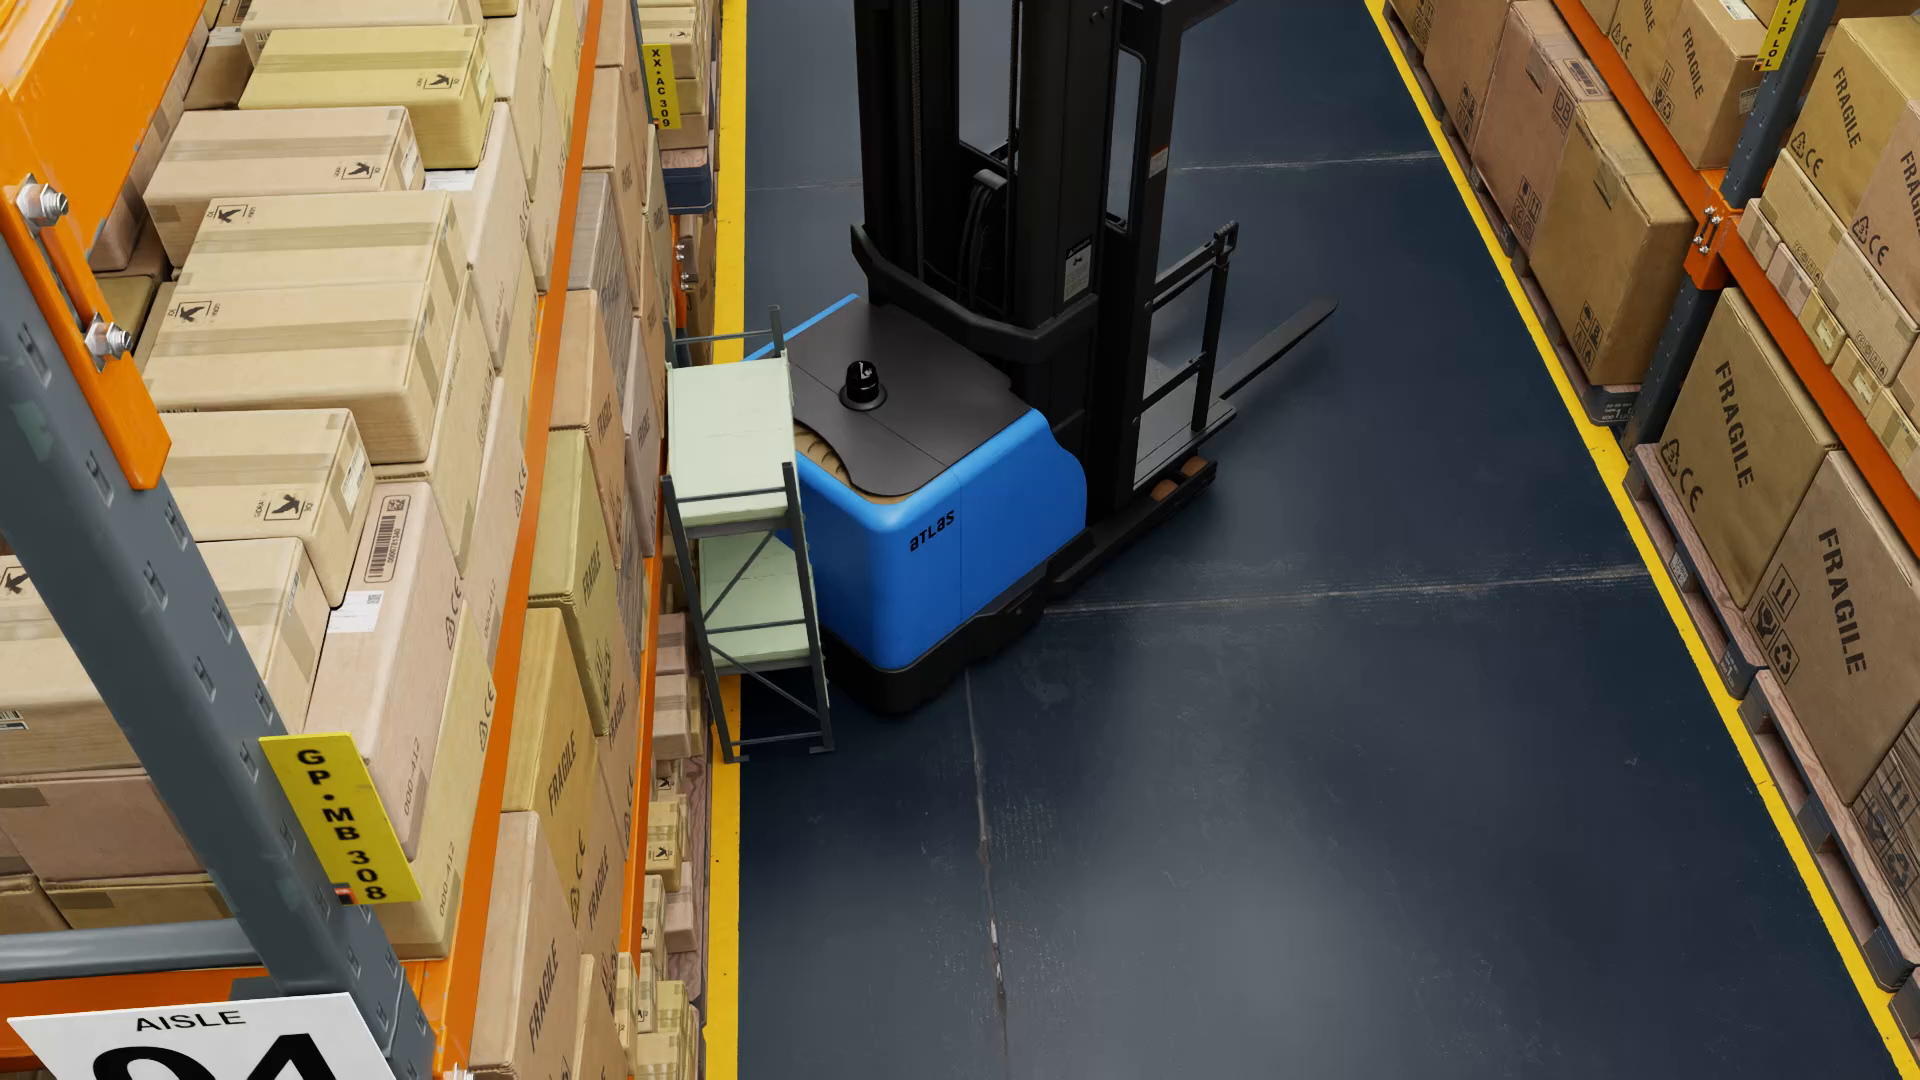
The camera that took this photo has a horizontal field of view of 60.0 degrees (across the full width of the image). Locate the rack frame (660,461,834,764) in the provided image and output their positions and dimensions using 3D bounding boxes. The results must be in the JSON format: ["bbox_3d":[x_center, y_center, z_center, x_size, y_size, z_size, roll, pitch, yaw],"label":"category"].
[{"bbox_3d":[-0.683,0.292,5.559,0.400,1.500,0.023,-6,48,-4],"label":"rack frame"}]

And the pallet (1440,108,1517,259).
[{"bbox_3d":[3.143,-1.920,8.560,1.003,0.211,1.213,-3,47,-3],"label":"pallet"}]

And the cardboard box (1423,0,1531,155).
[{"bbox_3d":[3.157,-2.603,8.460,1.225,0.875,0.875,-3,47,-3],"label":"cardboard box"}]

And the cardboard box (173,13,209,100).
[{"bbox_3d":[-1.656,-0.944,3.133,0.380,0.149,0.250,-5,47,-4],"label":"cardboard box"}]

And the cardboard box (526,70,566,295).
[{"bbox_3d":[-1.139,-0.766,3.583,0.500,0.250,0.500,-4,47,-3],"label":"cardboard box"}]

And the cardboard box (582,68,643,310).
[{"bbox_3d":[-1.206,-0.995,4.801,0.500,0.500,0.500,-5,47,-5],"label":"cardboard box"}]

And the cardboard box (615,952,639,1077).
[{"bbox_3d":[-0.961,1.134,3.919,0.380,0.149,0.250,-5,47,-4],"label":"cardboard box"}]

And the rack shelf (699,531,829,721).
[{"bbox_3d":[-0.722,0.239,6.045,0.431,0.370,0.720,-6,48,-4],"label":"rack shelf"}]

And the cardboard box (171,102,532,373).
[{"bbox_3d":[-1.081,-0.547,3.032,0.500,0.250,0.500,-3,47,-3],"label":"cardboard box"}]

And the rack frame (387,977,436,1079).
[{"bbox_3d":[-1.228,1.682,3.228,1.000,3.000,0.127,-3,47,-3],"label":"rack frame"}]

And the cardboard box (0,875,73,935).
[{"bbox_3d":[-1.530,0.389,2.490,0.500,0.250,0.500,-4,47,-4],"label":"cardboard box"}]

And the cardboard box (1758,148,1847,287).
[{"bbox_3d":[3.166,-1.136,5.794,0.500,0.250,0.500,-4,47,-4],"label":"cardboard box"}]

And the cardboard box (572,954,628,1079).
[{"bbox_3d":[-0.991,1.203,3.407,0.500,0.500,0.500,-1,47,-1],"label":"cardboard box"}]

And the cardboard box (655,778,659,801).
[{"bbox_3d":[-1.199,0.879,5.457,0.380,0.149,0.250,-1,47,-1],"label":"cardboard box"}]

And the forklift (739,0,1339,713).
[{"bbox_3d":[0.440,-1.334,6.131,1.130,2.935,3.031,35,56,29],"label":"forklift"}]

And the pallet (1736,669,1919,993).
[{"bbox_3d":[3.479,0.958,5.834,1.003,0.211,1.213,-3,47,-3],"label":"pallet"}]

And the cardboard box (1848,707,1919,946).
[{"bbox_3d":[3.513,0.923,5.121,0.875,0.875,0.875,-3,47,-3],"label":"cardboard box"}]

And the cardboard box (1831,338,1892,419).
[{"bbox_3d":[3.150,-0.549,5.514,0.380,0.149,0.250,-5,47,-4],"label":"cardboard box"}]

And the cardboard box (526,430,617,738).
[{"bbox_3d":[-1.071,0.118,3.747,0.500,0.500,0.500,-4,47,-4],"label":"cardboard box"}]

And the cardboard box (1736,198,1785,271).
[{"bbox_3d":[3.081,-1.120,6.054,0.380,0.149,0.250,-3,47,-3],"label":"cardboard box"}]

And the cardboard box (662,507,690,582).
[{"bbox_3d":[-1.185,0.023,6.064,0.380,0.149,0.250,-4,47,-4],"label":"cardboard box"}]

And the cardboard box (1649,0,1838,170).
[{"bbox_3d":[3.077,-1.797,6.453,0.500,0.500,0.500,-3,47,-3],"label":"cardboard box"}]

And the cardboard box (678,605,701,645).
[{"bbox_3d":[-1.166,0.267,6.242,0.380,0.149,0.250,-5,47,-5],"label":"cardboard box"}]

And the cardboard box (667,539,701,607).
[{"bbox_3d":[-1.145,0.118,6.178,0.380,0.149,0.250,-5,47,-5],"label":"cardboard box"}]

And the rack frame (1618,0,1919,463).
[{"bbox_3d":[3.388,-1.441,6.185,1.000,3.000,0.127,-3,47,-3],"label":"rack frame"}]

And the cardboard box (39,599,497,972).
[{"bbox_3d":[-1.011,0.362,2.516,0.500,0.250,0.500,-2,47,-2],"label":"cardboard box"}]

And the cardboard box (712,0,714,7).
[{"bbox_3d":[-1.226,-2.330,6.911,0.380,0.149,0.250,-5,47,-5],"label":"cardboard box"}]

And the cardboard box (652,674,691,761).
[{"bbox_3d":[-1.092,0.600,5.517,0.380,0.149,0.250,-5,47,-5],"label":"cardboard box"}]

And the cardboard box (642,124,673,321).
[{"bbox_3d":[-1.241,-1.016,5.509,0.500,0.500,0.500,-3,47,-3],"label":"cardboard box"}]

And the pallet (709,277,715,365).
[{"bbox_3d":[-1.630,-0.817,7.515,1.003,0.211,1.213,-3,47,-3],"label":"pallet"}]

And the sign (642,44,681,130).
[{"bbox_3d":[-1.023,-1.549,5.691,0.100,0.325,0.005,-3,47,-3],"label":"sign"}]

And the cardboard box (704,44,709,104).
[{"bbox_3d":[-1.167,-1.784,6.393,0.380,0.149,0.250,-3,47,-3],"label":"cardboard box"}]

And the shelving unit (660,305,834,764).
[{"bbox_3d":[-0.730,0.022,5.801,0.431,1.500,0.755,-6,48,-4],"label":"shelving unit"}]

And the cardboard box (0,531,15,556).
[{"bbox_3d":[-1.493,-0.013,2.251,0.380,0.149,0.250,-3,47,-3],"label":"cardboard box"}]

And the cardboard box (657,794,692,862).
[{"bbox_3d":[-1.096,1.001,5.547,0.380,0.149,0.250,-3,47,-3],"label":"cardboard box"}]

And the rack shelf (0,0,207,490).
[{"bbox_3d":[-1.396,-1.580,2.682,1.077,0.370,4.000,-3,47,-3],"label":"rack shelf"}]

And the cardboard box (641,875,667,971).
[{"bbox_3d":[-1.087,1.155,4.991,0.380,0.149,0.250,-2,47,-2],"label":"cardboard box"}]

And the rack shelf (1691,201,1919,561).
[{"bbox_3d":[3.555,0.254,5.076,1.077,0.370,4.000,-3,47,-3],"label":"rack shelf"}]

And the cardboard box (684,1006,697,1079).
[{"bbox_3d":[-0.996,1.564,5.014,0.380,0.149,0.250,-3,47,-3],"label":"cardboard box"}]

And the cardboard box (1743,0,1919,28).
[{"bbox_3d":[3.326,-2.282,6.222,0.797,0.503,0.637,-5,47,-4],"label":"cardboard box"}]

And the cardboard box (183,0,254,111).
[{"bbox_3d":[-1.635,-0.894,3.361,0.500,0.250,0.500,-5,47,-5],"label":"cardboard box"}]

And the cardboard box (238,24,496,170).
[{"bbox_3d":[-1.056,-0.794,2.991,0.380,0.149,0.250,-2,47,-2],"label":"cardboard box"}]

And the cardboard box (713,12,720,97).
[{"bbox_3d":[-1.543,-2.555,8.673,0.500,0.500,0.500,-2,47,-2],"label":"cardboard box"}]

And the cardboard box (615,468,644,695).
[{"bbox_3d":[-1.138,0.094,4.458,0.500,0.500,0.500,-5,47,-4],"label":"cardboard box"}]

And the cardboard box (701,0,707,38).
[{"bbox_3d":[-1.184,-2.060,6.450,0.380,0.149,0.250,-2,47,-2],"label":"cardboard box"}]

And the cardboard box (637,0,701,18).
[{"bbox_3d":[-1.167,-1.989,6.179,0.380,0.149,0.250,-2,47,-2],"label":"cardboard box"}]

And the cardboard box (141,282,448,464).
[{"bbox_3d":[-0.982,-0.242,2.468,0.380,0.149,0.250,-4,47,-3],"label":"cardboard box"}]

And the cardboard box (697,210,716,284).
[{"bbox_3d":[-1.407,-1.431,7.608,0.500,0.500,0.500,-2,47,-1],"label":"cardboard box"}]

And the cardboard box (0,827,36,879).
[{"bbox_3d":[-1.520,0.212,2.313,0.500,0.250,0.500,-5,47,-5],"label":"cardboard box"}]

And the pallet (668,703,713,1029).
[{"bbox_3d":[-1.366,1.115,5.685,1.003,0.211,1.213,-3,47,-3],"label":"pallet"}]
